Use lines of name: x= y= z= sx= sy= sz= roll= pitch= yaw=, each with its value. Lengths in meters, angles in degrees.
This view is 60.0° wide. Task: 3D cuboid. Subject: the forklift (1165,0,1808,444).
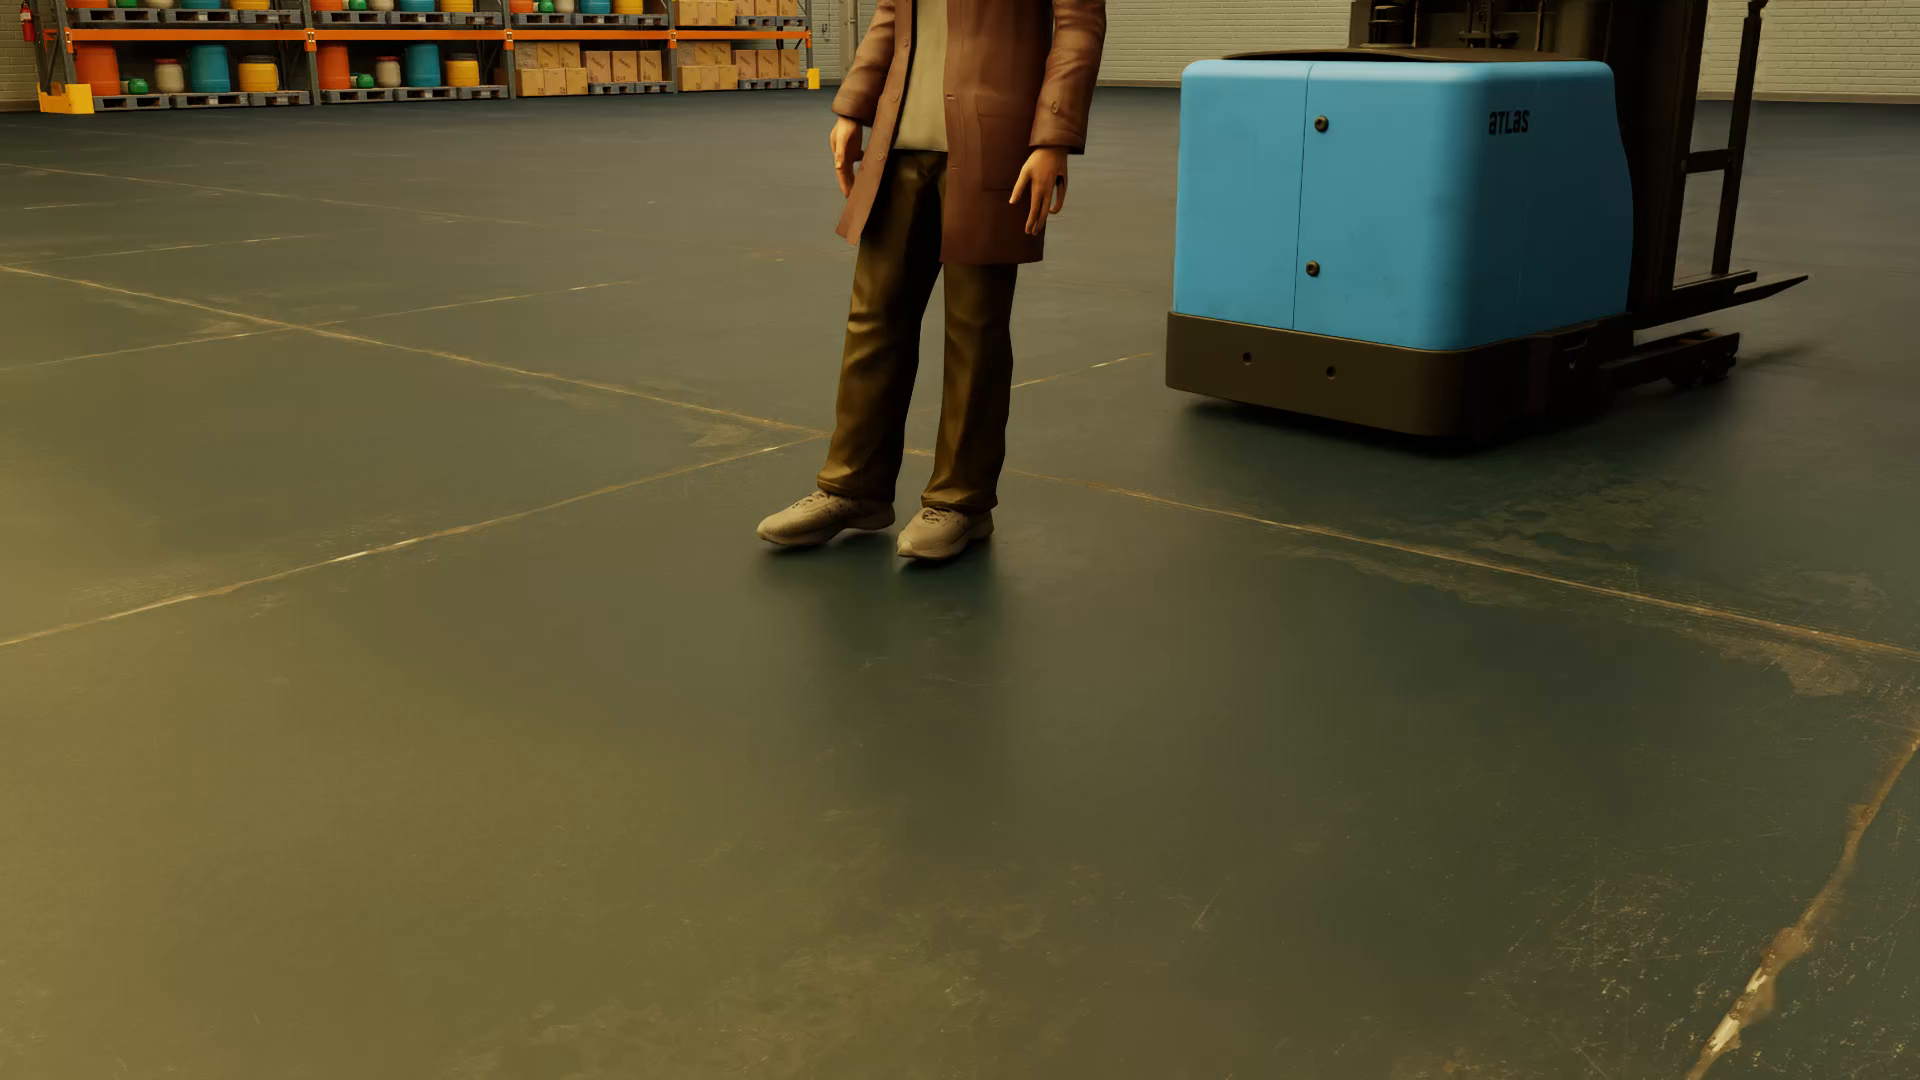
forklift: x=2.075 y=-2.021 z=5.553 sx=3.031 sy=2.935 sz=1.130 roll=-15 pitch=23 yaw=-41

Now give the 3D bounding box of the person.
person: x=-0.062 y=-0.837 z=3.616 sx=0.696 sy=1.777 sz=0.579 roll=13 pitch=21 yaw=37
